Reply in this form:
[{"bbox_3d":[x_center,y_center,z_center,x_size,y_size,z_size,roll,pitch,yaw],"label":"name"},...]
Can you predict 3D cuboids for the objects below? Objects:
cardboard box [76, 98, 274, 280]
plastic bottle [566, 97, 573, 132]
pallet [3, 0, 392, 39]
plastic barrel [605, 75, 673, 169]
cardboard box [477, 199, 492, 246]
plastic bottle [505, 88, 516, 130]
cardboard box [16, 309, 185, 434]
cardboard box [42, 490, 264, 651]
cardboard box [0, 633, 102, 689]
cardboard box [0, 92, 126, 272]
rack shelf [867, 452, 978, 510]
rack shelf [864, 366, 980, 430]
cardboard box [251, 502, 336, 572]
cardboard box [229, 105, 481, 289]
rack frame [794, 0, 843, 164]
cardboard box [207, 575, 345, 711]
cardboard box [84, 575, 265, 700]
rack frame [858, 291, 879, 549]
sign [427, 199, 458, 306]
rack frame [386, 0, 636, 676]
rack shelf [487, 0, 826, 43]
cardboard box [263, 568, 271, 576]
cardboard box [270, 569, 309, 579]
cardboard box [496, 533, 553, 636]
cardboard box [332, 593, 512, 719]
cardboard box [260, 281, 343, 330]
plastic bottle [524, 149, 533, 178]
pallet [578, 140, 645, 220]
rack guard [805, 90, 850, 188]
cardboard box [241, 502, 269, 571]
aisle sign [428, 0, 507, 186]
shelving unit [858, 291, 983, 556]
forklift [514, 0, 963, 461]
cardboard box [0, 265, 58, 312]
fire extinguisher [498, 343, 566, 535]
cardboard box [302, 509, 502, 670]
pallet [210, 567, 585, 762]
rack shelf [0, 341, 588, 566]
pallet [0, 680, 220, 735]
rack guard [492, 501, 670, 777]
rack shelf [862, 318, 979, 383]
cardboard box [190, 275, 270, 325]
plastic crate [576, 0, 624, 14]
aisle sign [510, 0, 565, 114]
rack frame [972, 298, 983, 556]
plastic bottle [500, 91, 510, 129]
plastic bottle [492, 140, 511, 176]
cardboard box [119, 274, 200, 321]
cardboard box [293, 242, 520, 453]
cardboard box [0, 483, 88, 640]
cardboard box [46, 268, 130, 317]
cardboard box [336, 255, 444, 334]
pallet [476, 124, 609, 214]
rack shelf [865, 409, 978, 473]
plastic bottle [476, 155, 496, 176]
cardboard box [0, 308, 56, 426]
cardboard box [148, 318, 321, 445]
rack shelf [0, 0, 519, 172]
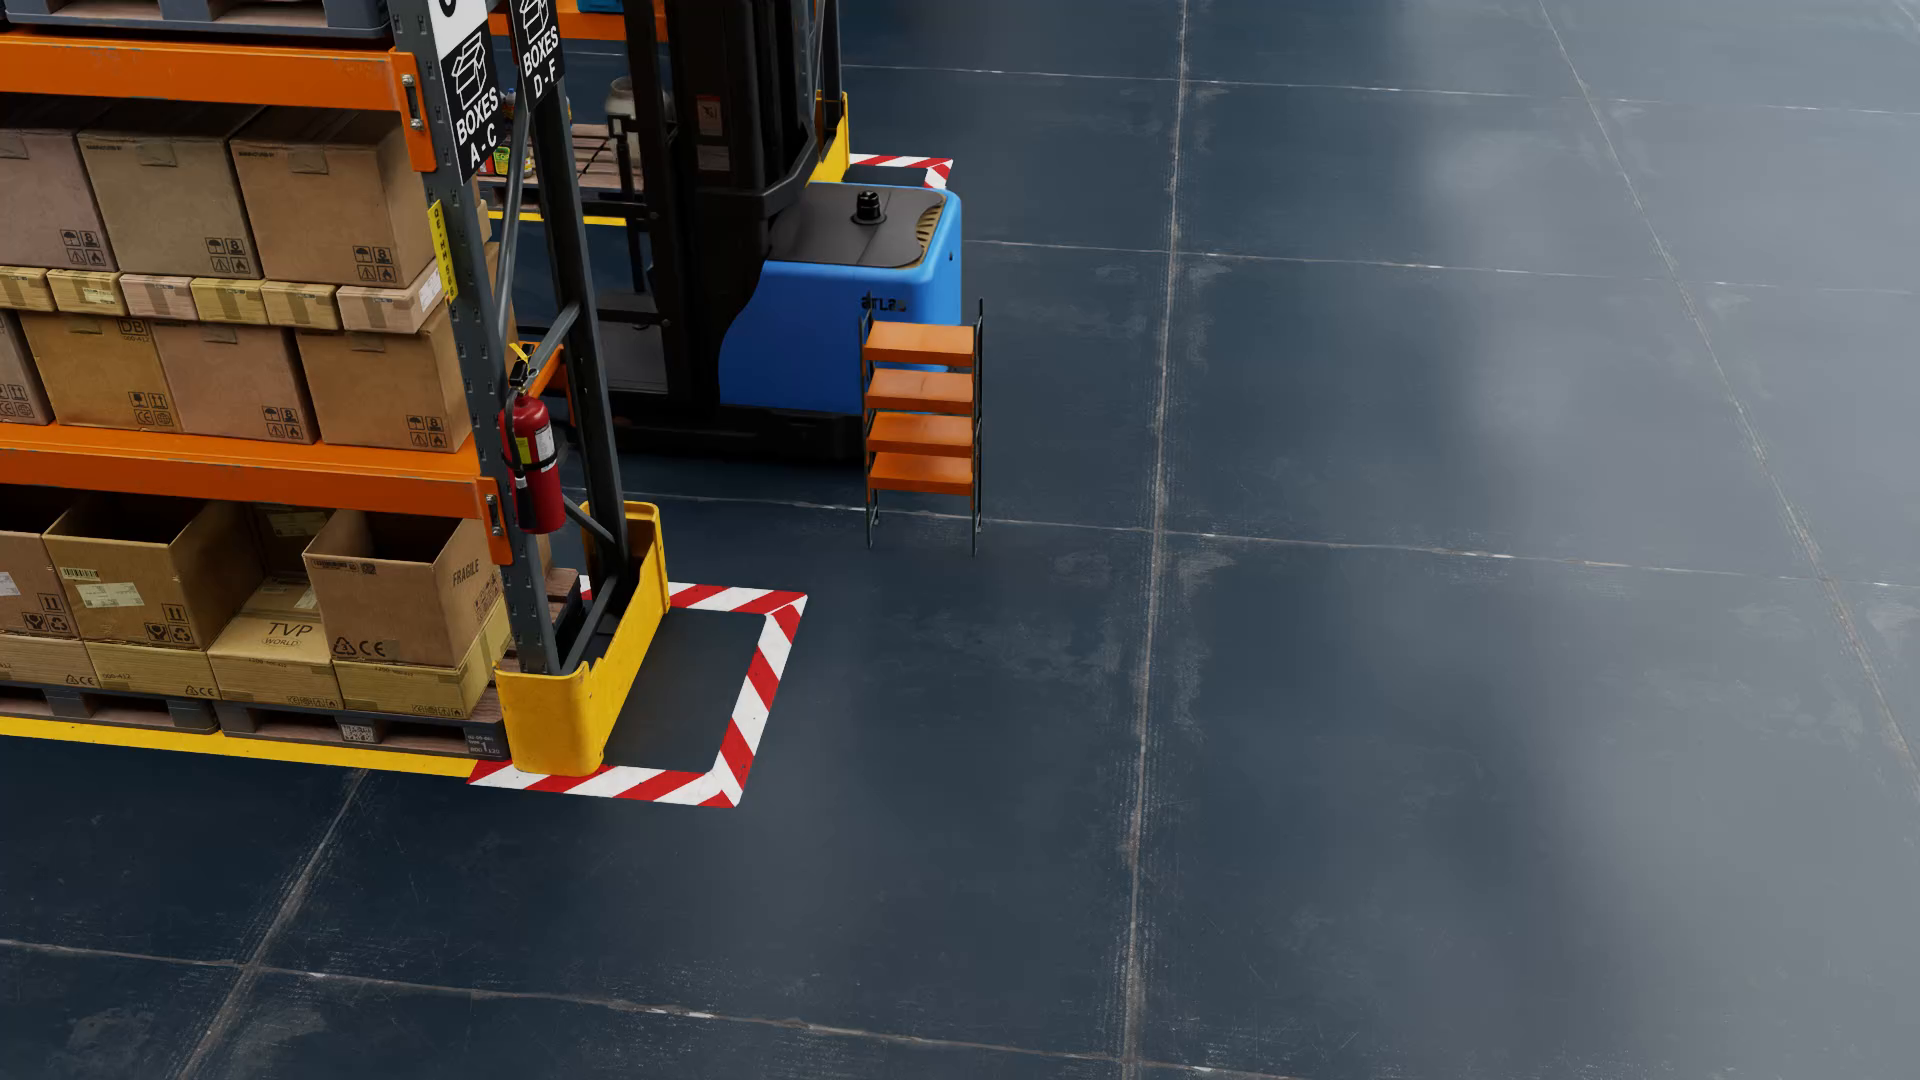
[{"bbox_3d":[-2.578,-1.296,5.781,0.500,0.500,0.700,3,36,5],"label":"cardboard box"},{"bbox_3d":[-2.665,-2.882,11.176,0.097,0.271,0.097,0,36,0],"label":"plastic bottle"},{"bbox_3d":[-2.239,-1.898,5.322,1.213,0.211,1.003,4,36,6],"label":"pallet"},{"bbox_3d":[-2.067,-2.700,10.731,0.421,0.512,0.421,0,36,0],"label":"plastic barrel"},{"bbox_3d":[-1.903,-1.104,6.070,0.250,0.149,0.380,4,36,6],"label":"cardboard box"},{"bbox_3d":[-3.005,-2.907,11.211,0.097,0.271,0.097,0,36,0],"label":"plastic bottle"},{"bbox_3d":[-3.016,-0.805,6.209,0.500,0.500,0.700,4,36,6],"label":"cardboard box"},{"bbox_3d":[-3.105,0.063,6.439,0.500,0.500,0.500,4,36,6],"label":"cardboard box"},{"bbox_3d":[-3.600,0.329,6.713,0.500,0.250,0.500,4,36,6],"label":"cardboard box"},{"bbox_3d":[-3.078,-1.333,5.833,0.500,0.500,0.700,4,36,6],"label":"cardboard box"},{"bbox_3d":[-0.164,-0.284,7.573,0.480,0.148,0.258,4,36,6],"label":"rack shelf"},{"bbox_3d":[-0.164,-0.628,7.328,0.480,0.148,0.258,4,36,6],"label":"rack shelf"},{"bbox_3d":[-2.541,-0.207,6.817,0.500,0.500,0.500,4,36,6],"label":"cardboard box"},{"bbox_3d":[-2.055,-1.261,5.731,0.500,0.500,0.700,4,36,6],"label":"cardboard box"},{"bbox_3d":[-0.907,-3.500,10.072,0.127,3.000,1.000,4,36,6],"label":"rack frame"},{"bbox_3d":[-2.608,0.403,6.609,0.500,0.250,0.500,4,36,6],"label":"cardboard box"},{"bbox_3d":[-3.105,0.367,6.659,0.500,0.250,0.500,4,36,6],"label":"cardboard box"},{"bbox_3d":[-0.406,-0.519,7.444,0.015,1.200,0.240,4,36,6],"label":"rack frame"},{"bbox_3d":[-1.624,-0.902,5.231,0.005,0.325,0.100,4,36,6],"label":"sign"},{"bbox_3d":[-1.541,-0.646,6.073,0.127,3.000,1.000,4,36,6],"label":"rack frame"},{"bbox_3d":[-2.891,-3.355,10.488,4.000,0.370,1.077,4,36,6],"label":"rack shelf"},{"bbox_3d":[-3.037,0.062,7.086,0.500,0.250,0.500,4,36,6],"label":"cardboard box"},{"bbox_3d":[-2.541,0.100,7.034,0.500,0.250,0.500,4,36,6],"label":"cardboard box"},{"bbox_3d":[-2.045,0.134,6.985,0.500,0.250,0.500,4,36,6],"label":"cardboard box"},{"bbox_3d":[-2.111,0.433,6.567,0.500,0.250,0.500,4,36,6],"label":"cardboard box"},{"bbox_3d":[-2.205,-0.888,5.767,0.250,0.149,0.380,5,36,7],"label":"cardboard box"},{"bbox_3d":[-2.784,-2.423,10.593,0.097,0.201,0.097,0,36,0],"label":"plastic bottle"},{"bbox_3d":[-1.793,-2.406,10.940,1.213,0.211,1.003,4,36,6],"label":"pallet"},{"bbox_3d":[-0.988,-2.461,10.768,0.348,0.500,1.175,4,36,6],"label":"rack guard"},{"bbox_3d":[-3.039,-0.236,6.859,0.500,0.500,0.500,4,36,6],"label":"cardboard box"},{"bbox_3d":[-1.514,-1.530,5.074,0.004,0.787,0.394,4,36,6],"label":"aisle sign"},{"bbox_3d":[-0.164,-0.501,7.419,0.503,1.200,0.258,4,36,6],"label":"shelving unit"},{"bbox_3d":[-1.544,-1.942,7.947,3.031,2.935,1.130,5,36,7],"label":"forklift"},{"bbox_3d":[-3.229,-0.964,5.874,0.250,0.149,0.380,5,36,7],"label":"cardboard box"},{"bbox_3d":[-1.483,-0.338,5.708,0.183,0.674,0.296,4,36,6],"label":"fire extinguisher"},{"bbox_3d":[-2.111,0.129,6.347,0.500,0.500,0.500,4,36,6],"label":"cardboard box"},{"bbox_3d":[-2.305,0.457,6.929,1.213,0.211,1.003,4,36,6],"label":"pallet"},{"bbox_3d":[-3.525,-0.501,6.489,4.000,0.370,1.077,4,36,6],"label":"rack shelf"},{"bbox_3d":[-3.512,0.365,7.057,1.213,0.211,1.003,4,36,6],"label":"pallet"},{"bbox_3d":[-1.518,0.373,6.797,0.348,0.500,1.175,4,36,6],"label":"rack guard"},{"bbox_3d":[-0.164,-0.820,7.190,0.480,0.148,0.258,4,36,6],"label":"rack shelf"},{"bbox_3d":[-2.458,-0.907,5.794,0.250,0.149,0.380,4,36,5],"label":"cardboard box"},{"bbox_3d":[-2.085,-3.355,9.997,0.408,0.251,0.499,4,36,6],"label":"plastic crate"},{"bbox_3d":[-1.437,-1.876,5.558,0.004,0.787,0.394,4,36,6],"label":"aisle sign"},{"bbox_3d":[0.078,-0.483,7.393,0.015,1.200,0.240,4,36,6],"label":"rack frame"},{"bbox_3d":[-3.105,-2.915,11.222,0.097,0.271,0.097,0,36,0],"label":"plastic bottle"},{"bbox_3d":[-2.903,-2.455,10.567,0.133,0.283,0.061,5,36,7],"label":"plastic bottle"},{"bbox_3d":[-2.707,-0.927,5.822,0.250,0.149,0.380,5,36,7],"label":"cardboard box"},{"bbox_3d":[-2.003,-0.729,6.103,0.500,0.500,0.700,4,36,6],"label":"cardboard box"},{"bbox_3d":[-3.601,0.026,6.492,0.500,0.500,0.500,4,36,6],"label":"cardboard box"},{"bbox_3d":[-2.968,-0.946,5.848,0.250,0.149,0.380,5,36,7],"label":"cardboard box"},{"bbox_3d":[-1.945,-0.869,5.741,0.250,0.149,0.380,4,36,5],"label":"cardboard box"},{"bbox_3d":[-3.000,-2.498,11.069,1.213,0.211,1.003,4,36,6],"label":"pallet"},{"bbox_3d":[-0.164,-0.446,7.458,0.480,0.148,0.258,4,36,6],"label":"rack shelf"},{"bbox_3d":[-3.031,-2.488,10.620,0.135,0.276,0.152,5,36,6],"label":"plastic bottle"},{"bbox_3d":[-3.539,-0.842,6.261,0.500,0.500,0.700,5,36,7],"label":"cardboard box"},{"bbox_3d":[-2.524,-0.765,6.153,0.500,0.500,0.700,5,36,7],"label":"cardboard box"},{"bbox_3d":[-3.525,-1.722,5.618,4.000,0.370,1.077,4,36,6],"label":"rack shelf"}]
